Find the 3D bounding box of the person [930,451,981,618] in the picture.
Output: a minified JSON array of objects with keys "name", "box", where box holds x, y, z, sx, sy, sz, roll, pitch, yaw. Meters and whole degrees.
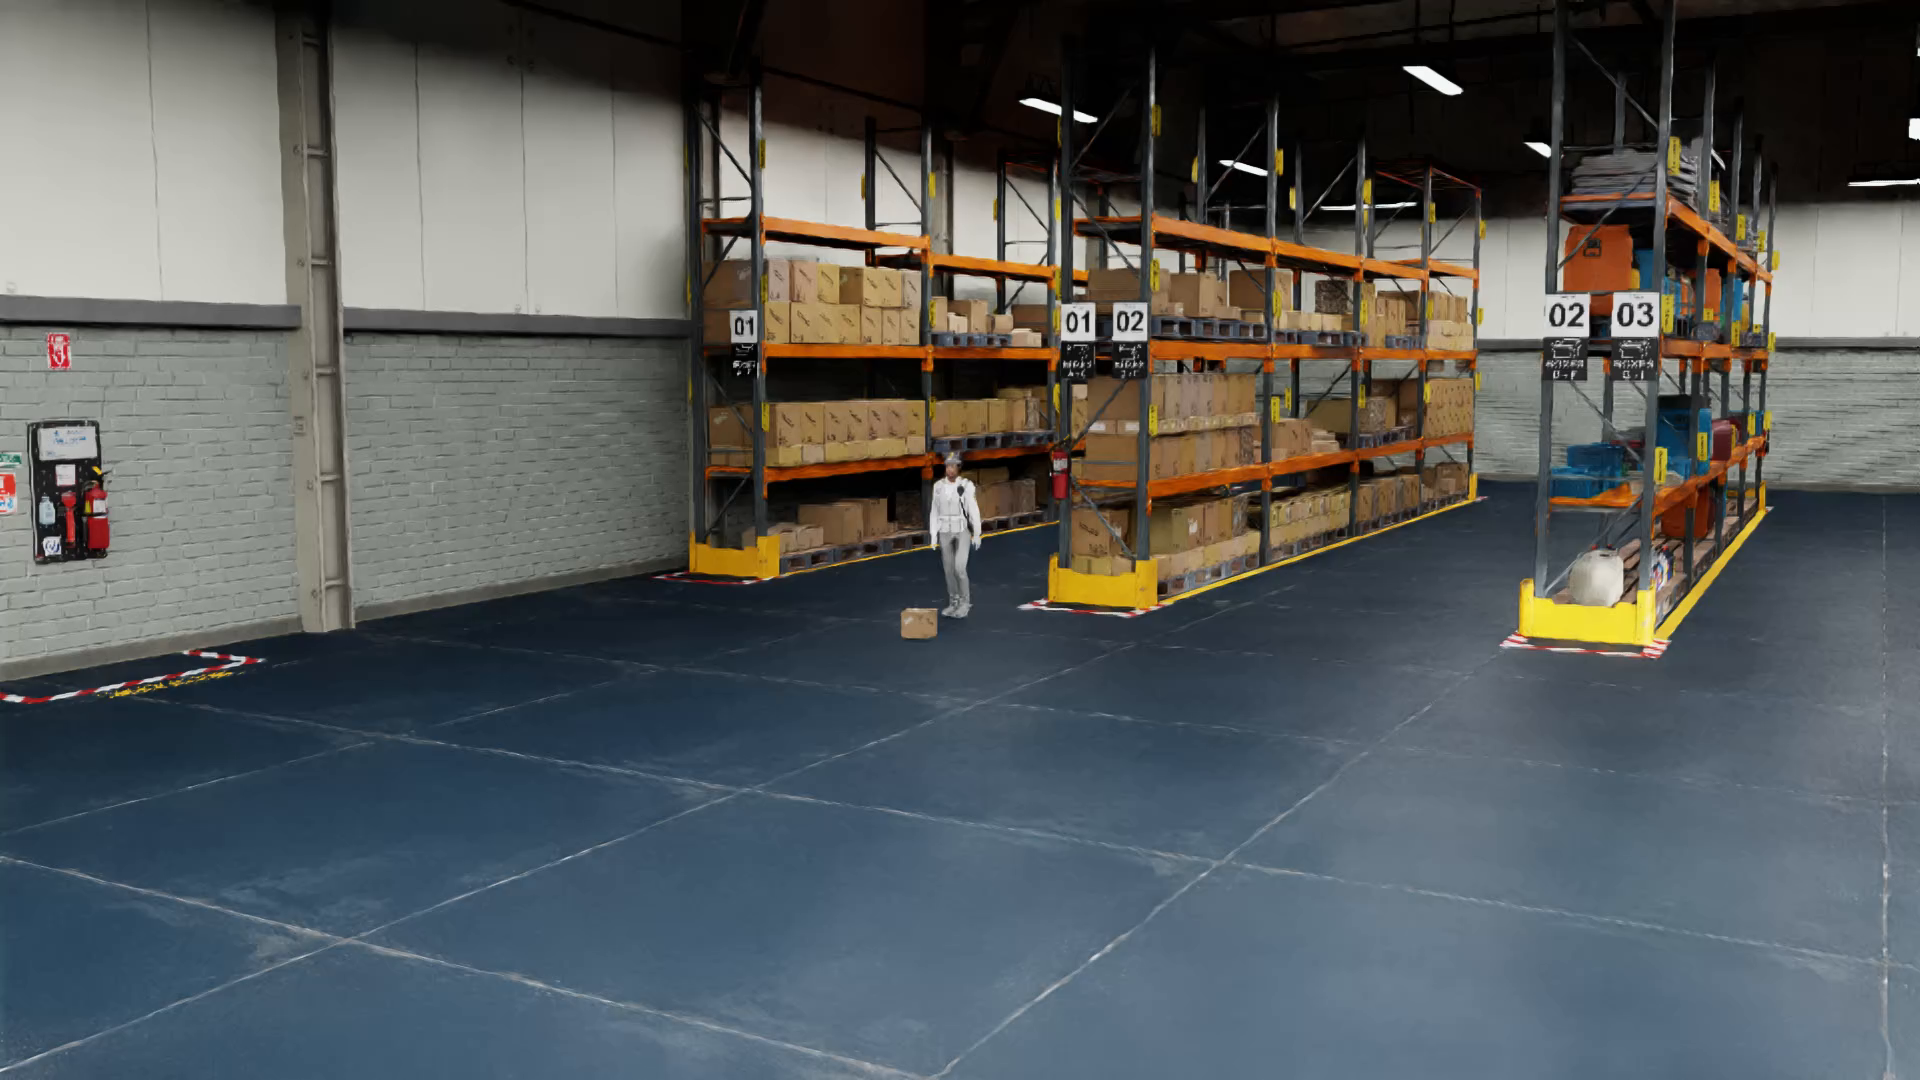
[{"name":"person","box":[-0.055,-0.061,16.706,0.509,1.672,0.495,2,6,20]}]
